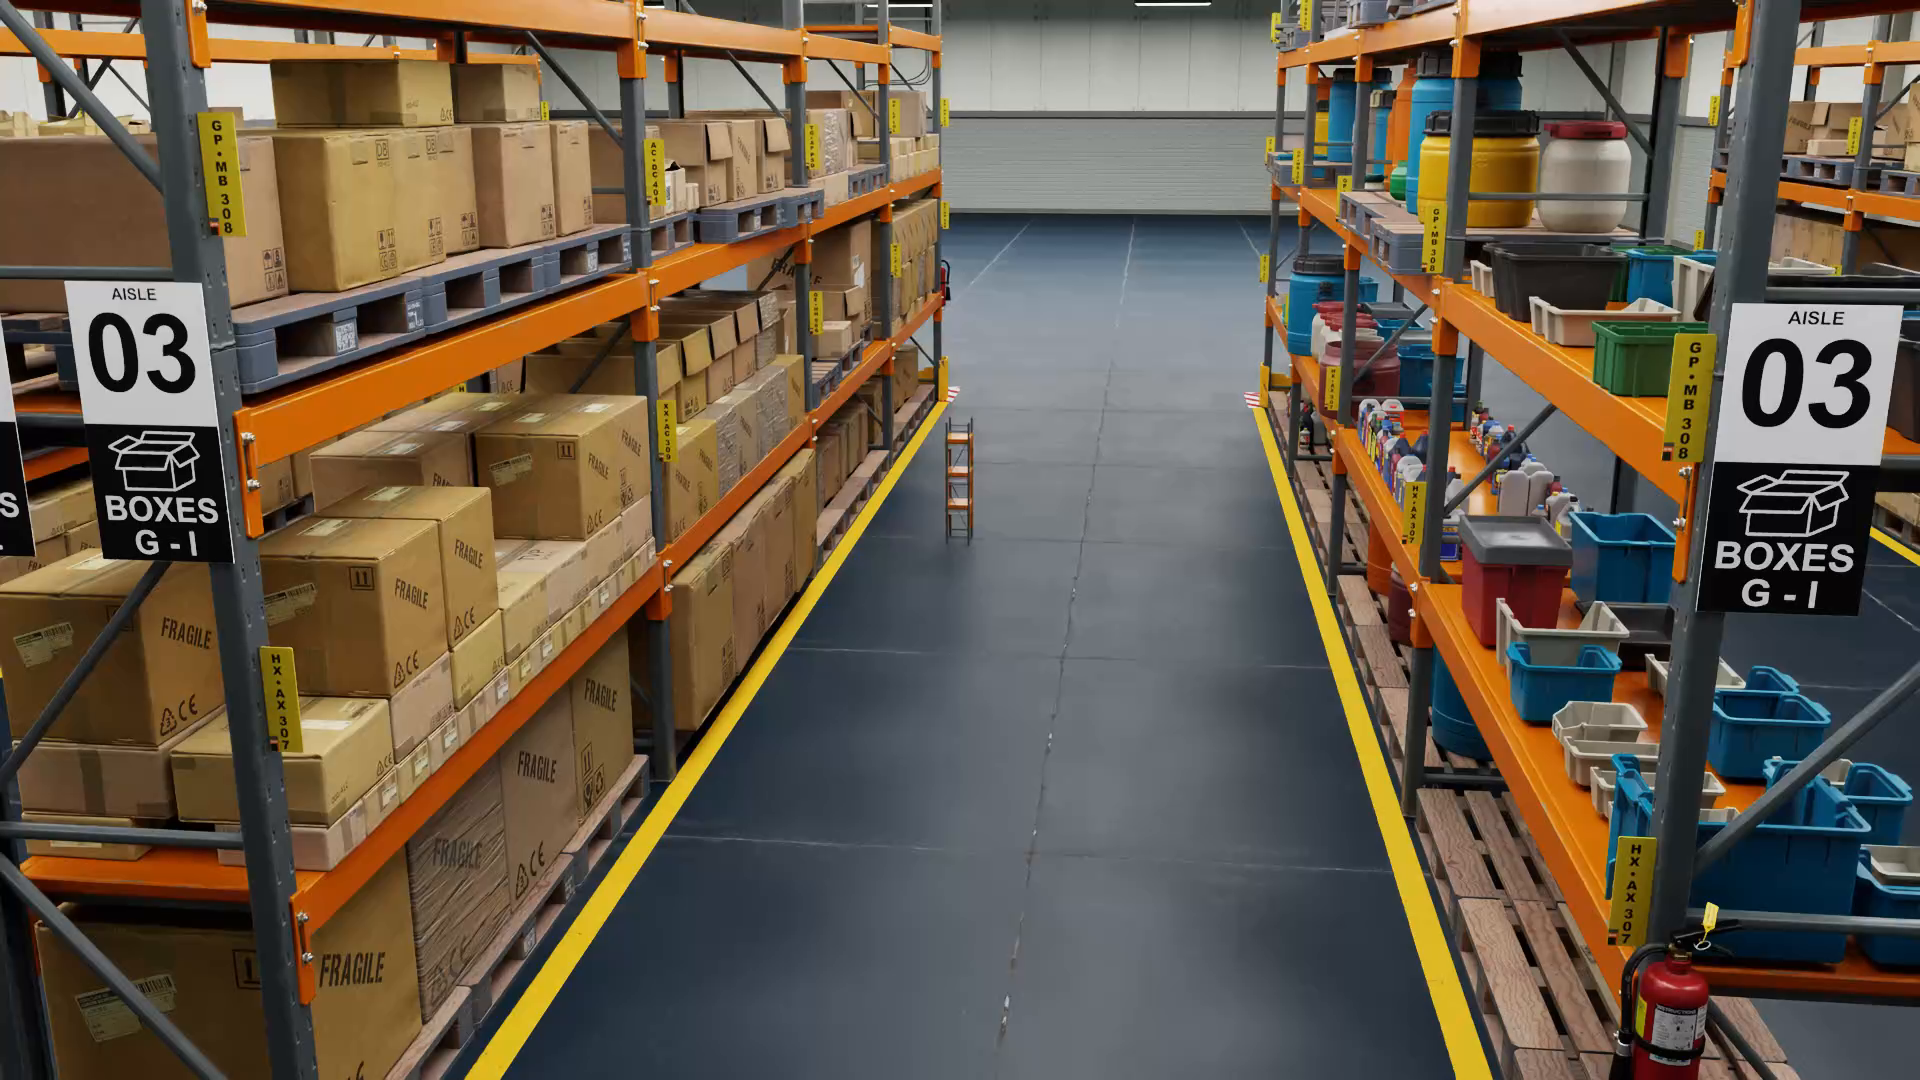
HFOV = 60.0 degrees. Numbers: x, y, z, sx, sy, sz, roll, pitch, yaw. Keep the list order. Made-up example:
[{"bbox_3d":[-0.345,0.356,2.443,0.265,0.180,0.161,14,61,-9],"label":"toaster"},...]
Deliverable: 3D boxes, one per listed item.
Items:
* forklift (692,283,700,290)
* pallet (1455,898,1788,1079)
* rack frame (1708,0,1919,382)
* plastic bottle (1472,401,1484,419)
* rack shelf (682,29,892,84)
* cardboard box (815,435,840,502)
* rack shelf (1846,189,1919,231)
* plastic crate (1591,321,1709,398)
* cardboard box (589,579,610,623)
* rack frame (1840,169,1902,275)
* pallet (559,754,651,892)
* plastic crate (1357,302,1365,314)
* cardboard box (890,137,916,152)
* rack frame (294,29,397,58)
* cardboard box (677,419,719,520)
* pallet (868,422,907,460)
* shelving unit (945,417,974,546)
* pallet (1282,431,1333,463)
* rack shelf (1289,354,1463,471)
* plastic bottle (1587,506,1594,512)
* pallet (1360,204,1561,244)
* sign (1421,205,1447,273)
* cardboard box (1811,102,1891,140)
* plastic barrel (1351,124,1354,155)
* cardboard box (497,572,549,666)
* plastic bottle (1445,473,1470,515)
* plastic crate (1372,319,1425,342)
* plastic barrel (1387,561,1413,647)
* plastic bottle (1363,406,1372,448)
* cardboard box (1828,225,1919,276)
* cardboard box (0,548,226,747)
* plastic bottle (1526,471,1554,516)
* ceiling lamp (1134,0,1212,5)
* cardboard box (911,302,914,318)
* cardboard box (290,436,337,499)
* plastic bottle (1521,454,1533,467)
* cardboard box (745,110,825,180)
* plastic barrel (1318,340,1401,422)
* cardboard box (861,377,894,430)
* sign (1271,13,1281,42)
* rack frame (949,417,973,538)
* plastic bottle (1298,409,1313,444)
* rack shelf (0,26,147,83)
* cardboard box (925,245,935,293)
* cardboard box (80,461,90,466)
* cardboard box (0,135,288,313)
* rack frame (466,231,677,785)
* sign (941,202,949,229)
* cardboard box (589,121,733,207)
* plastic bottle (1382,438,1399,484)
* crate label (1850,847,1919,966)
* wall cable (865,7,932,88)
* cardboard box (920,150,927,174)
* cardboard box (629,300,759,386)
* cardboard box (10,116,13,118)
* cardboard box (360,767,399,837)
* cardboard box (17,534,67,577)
[{"bbox_3d":[-3.353,-2.097,16.303,3.031,2.935,1.130,3,15,12],"label":"forklift"},{"bbox_3d":[2.656,1.871,6.838,1.003,0.211,1.213,2,15,6],"label":"pallet"},{"bbox_3d":[2.384,-1.843,3.738,1.000,3.000,0.127,2,15,6],"label":"rack frame"},{"bbox_3d":[3.665,-0.848,11.775,0.061,0.283,0.133,2,15,6],"label":"plastic bottle"},{"bbox_3d":[-1.409,-4.042,14.015,1.077,0.370,4.000,2,15,6],"label":"rack shelf"},{"bbox_3d":[-1.472,-0.639,14.725,0.700,0.500,0.500,3,15,11],"label":"cardboard box"},{"bbox_3d":[8.434,-2.494,13.272,1.077,0.370,4.000,2,15,6],"label":"rack shelf"},{"bbox_3d":[2.212,-0.557,5.134,0.450,0.188,0.336,2,15,6],"label":"plastic crate"},{"bbox_3d":[-1.882,0.280,7.862,0.380,0.149,0.250,2,15,7],"label":"cardboard box"},{"bbox_3d":[8.659,-1.912,15.488,1.000,3.000,0.127,2,15,6],"label":"rack frame"},{"bbox_3d":[-2.249,1.411,8.540,1.003,0.211,1.213,2,15,6],"label":"pallet"},{"bbox_3d":[3.924,-2.161,16.527,0.767,0.338,0.504,2,15,6],"label":"plastic crate"},{"bbox_3d":[-0.684,-4.322,18.178,0.380,0.149,0.250,1,15,3],"label":"cardboard box"},{"bbox_3d":[-6.100,-5.273,16.424,1.000,3.000,0.127,2,15,6],"label":"rack frame"},{"bbox_3d":[-1.730,-0.421,9.780,0.500,0.500,0.500,2,15,6],"label":"cardboard box"},{"bbox_3d":[-1.143,-1.034,17.582,1.003,0.211,1.213,2,15,6],"label":"pallet"},{"bbox_3d":[-0.006,-0.493,13.974,0.215,1.050,0.252,2,15,6],"label":"shelving unit"},{"bbox_3d":[3.855,-0.886,17.034,1.003,0.211,1.213,2,15,6],"label":"pallet"},{"bbox_3d":[3.512,-1.193,14.206,1.077,0.370,4.000,2,15,6],"label":"rack shelf"},{"bbox_3d":[3.316,-0.045,8.806,0.061,0.283,0.133,2,15,6],"label":"plastic bottle"},{"bbox_3d":[2.952,-1.842,9.841,1.003,0.211,1.213,2,15,6],"label":"pallet"},{"bbox_3d":[2.289,-1.453,8.026,0.100,0.325,0.005,2,15,6],"label":"sign"},{"bbox_3d":[8.971,-4.104,16.575,0.797,0.503,0.637,3,16,12],"label":"cardboard box"},{"bbox_3d":[3.982,-3.870,15.961,0.421,0.512,0.421,0,15,0],"label":"plastic barrel"},{"bbox_3d":[-2.049,0.319,6.954,0.500,0.250,0.500,1,15,5],"label":"cardboard box"},{"bbox_3d":[2.757,-0.204,9.265,0.144,0.351,0.185,2,15,6],"label":"plastic bottle"},{"bbox_3d":[3.923,-1.756,14.941,0.392,0.384,0.575,2,15,6],"label":"plastic crate"},{"bbox_3d":[3.121,0.360,10.900,0.600,0.588,0.708,2,15,6],"label":"plastic barrel"},{"bbox_3d":[2.834,-0.779,11.519,0.061,0.283,0.133,2,15,6],"label":"plastic bottle"},{"bbox_3d":[8.703,-2.702,15.731,0.700,0.500,0.500,2,15,7],"label":"cardboard box"},{"bbox_3d":[-2.743,0.340,5.439,0.500,0.500,0.500,2,15,7],"label":"cardboard box"},{"bbox_3d":[3.371,-0.273,9.664,0.152,0.276,0.135,2,15,6],"label":"plastic bottle"},{"bbox_3d":[5.541,-15.452,42.886,2.000,3.185,0.800,2,15,6],"label":"ceiling lamp"},{"bbox_3d":[-0.704,-2.520,18.217,0.380,0.149,0.250,2,15,6],"label":"cardboard box"},{"bbox_3d":[-6.298,-0.839,15.023,1.050,0.750,0.750,2,15,7],"label":"cardboard box"},{"bbox_3d":[3.448,-0.386,10.089,0.097,0.271,0.097,0,15,0],"label":"plastic bottle"},{"bbox_3d":[-1.326,-3.020,12.686,0.500,0.500,0.500,2,15,7],"label":"cardboard box"},{"bbox_3d":[3.038,-1.217,12.654,0.600,0.536,0.708,2,15,6],"label":"plastic barrel"},{"bbox_3d":[-1.041,-1.452,17.771,0.500,0.500,0.500,7,17,24],"label":"cardboard box"},{"bbox_3d":[3.643,-5.909,19.176,0.100,0.325,0.005,2,15,6],"label":"sign"},{"bbox_3d":[0.008,-0.525,14.091,0.200,1.050,0.008,2,15,6],"label":"rack frame"},{"bbox_3d":[3.524,-1.168,16.968,0.144,0.351,0.185,1,15,5],"label":"plastic bottle"},{"bbox_3d":[-6.777,-3.177,10.815,1.077,0.370,4.000,2,15,6],"label":"rack shelf"},{"bbox_3d":[-0.758,-3.159,19.338,0.875,0.500,0.500,2,15,6],"label":"cardboard box"},{"bbox_3d":[-6.870,-0.526,12.909,0.500,0.250,0.500,1,15,4],"label":"cardboard box"},{"bbox_3d":[-2.532,-0.976,5.092,0.700,0.500,0.500,1,15,3],"label":"cardboard box"},{"bbox_3d":[-2.086,-0.130,8.897,1.000,3.000,0.127,2,15,6],"label":"rack frame"},{"bbox_3d":[-0.183,-3.932,20.135,0.100,0.325,0.005,2,15,6],"label":"sign"},{"bbox_3d":[-1.844,-2.338,10.312,0.797,0.503,0.637,1,15,5],"label":"cardboard box"},{"bbox_3d":[2.760,-0.499,10.500,0.152,0.276,0.135,2,15,6],"label":"plastic bottle"},{"bbox_3d":[2.739,1.051,4.736,0.416,0.233,0.303,2,15,6],"label":"crate label"},{"bbox_3d":[-2.023,-16.285,50.634,2.305,6.003,0.169,2,15,6],"label":"wall cable"},{"bbox_3d":[-0.653,-4.223,18.575,0.500,0.250,0.500,2,15,7],"label":"cardboard box"},{"bbox_3d":[-1.809,-1.342,11.265,0.797,0.503,0.637,2,15,8],"label":"cardboard box"},{"bbox_3d":[-6.929,-2.975,12.014,0.396,0.266,0.258,2,15,6],"label":"cardboard box"},{"bbox_3d":[-2.142,0.880,5.644,0.380,0.149,0.250,1,15,5],"label":"cardboard box"},{"bbox_3d":[-6.552,0.244,11.497,0.500,0.500,0.500,2,15,7],"label":"cardboard box"}]
